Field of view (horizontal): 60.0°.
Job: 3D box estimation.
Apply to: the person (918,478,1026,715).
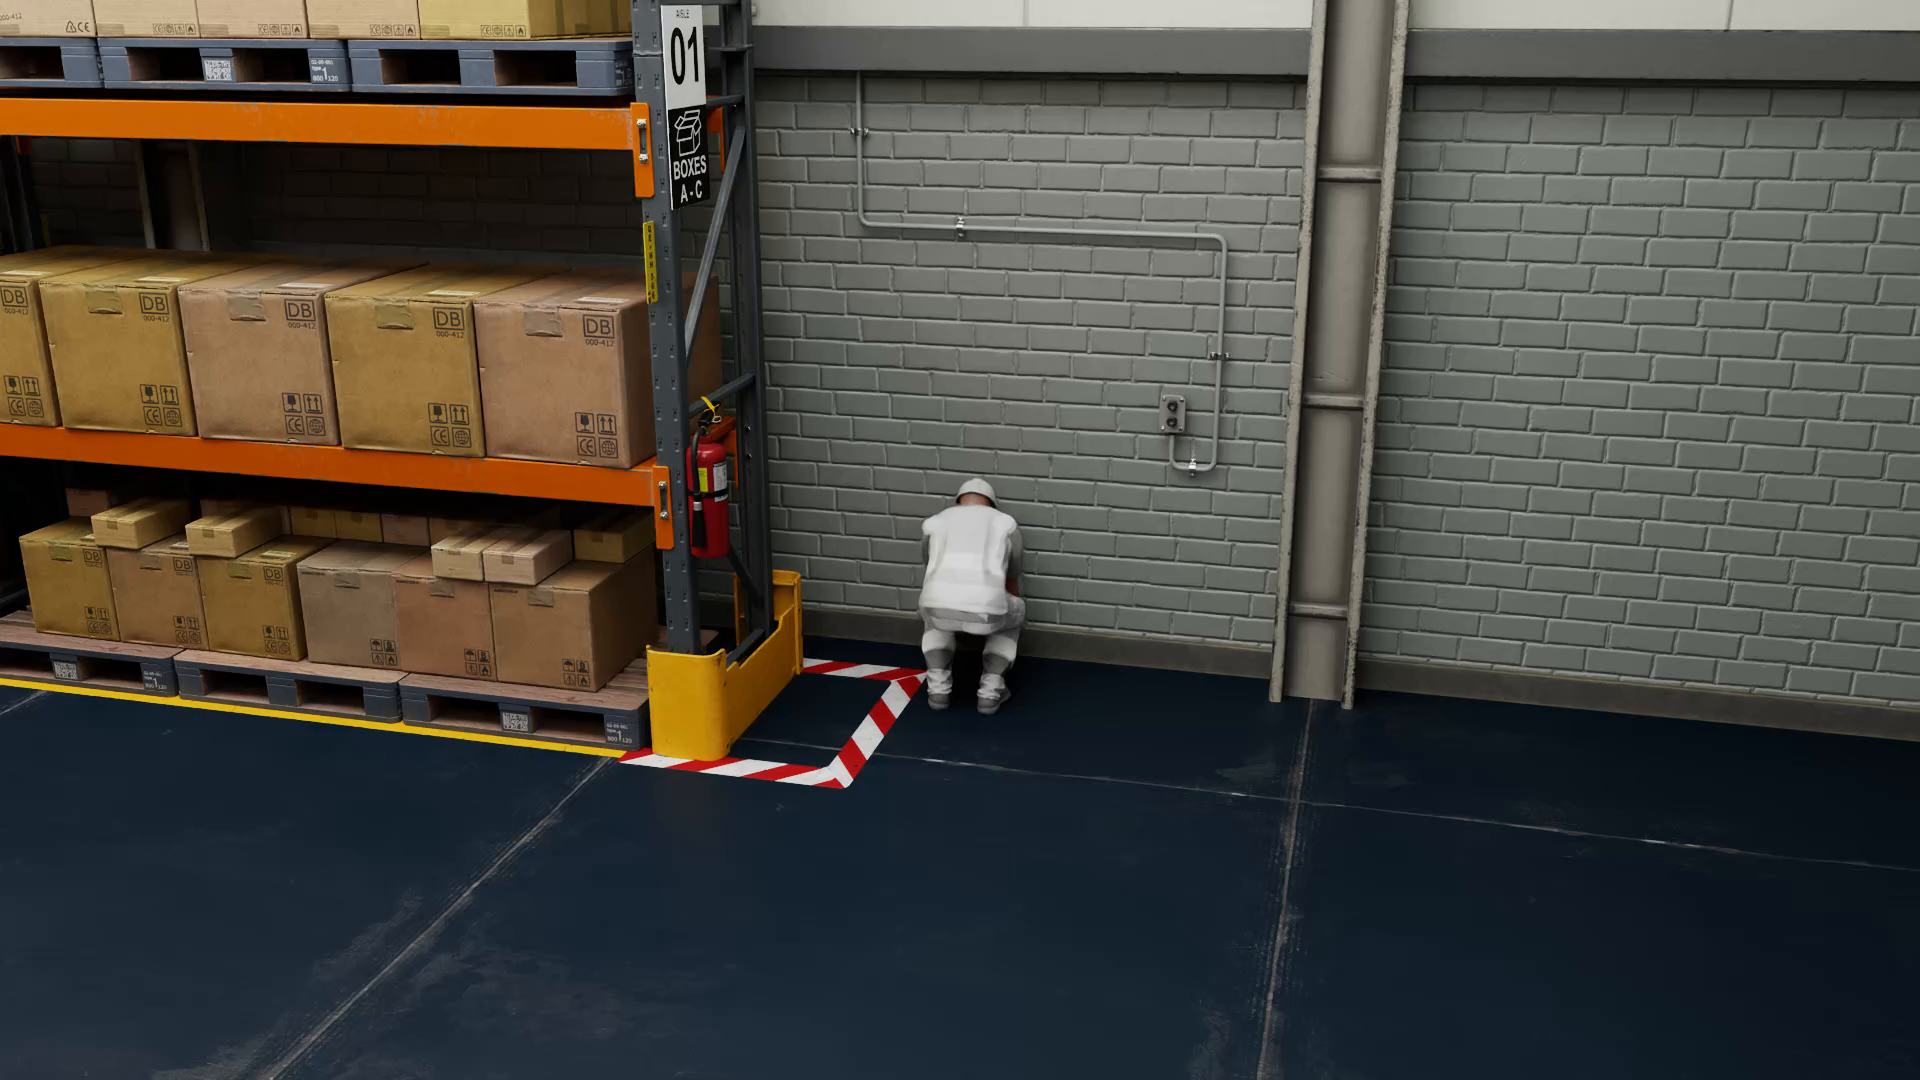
[{"bbox_3d":[0.056,0.268,8.006,0.539,0.981,0.937,3,18,10],"label":"person"}]
